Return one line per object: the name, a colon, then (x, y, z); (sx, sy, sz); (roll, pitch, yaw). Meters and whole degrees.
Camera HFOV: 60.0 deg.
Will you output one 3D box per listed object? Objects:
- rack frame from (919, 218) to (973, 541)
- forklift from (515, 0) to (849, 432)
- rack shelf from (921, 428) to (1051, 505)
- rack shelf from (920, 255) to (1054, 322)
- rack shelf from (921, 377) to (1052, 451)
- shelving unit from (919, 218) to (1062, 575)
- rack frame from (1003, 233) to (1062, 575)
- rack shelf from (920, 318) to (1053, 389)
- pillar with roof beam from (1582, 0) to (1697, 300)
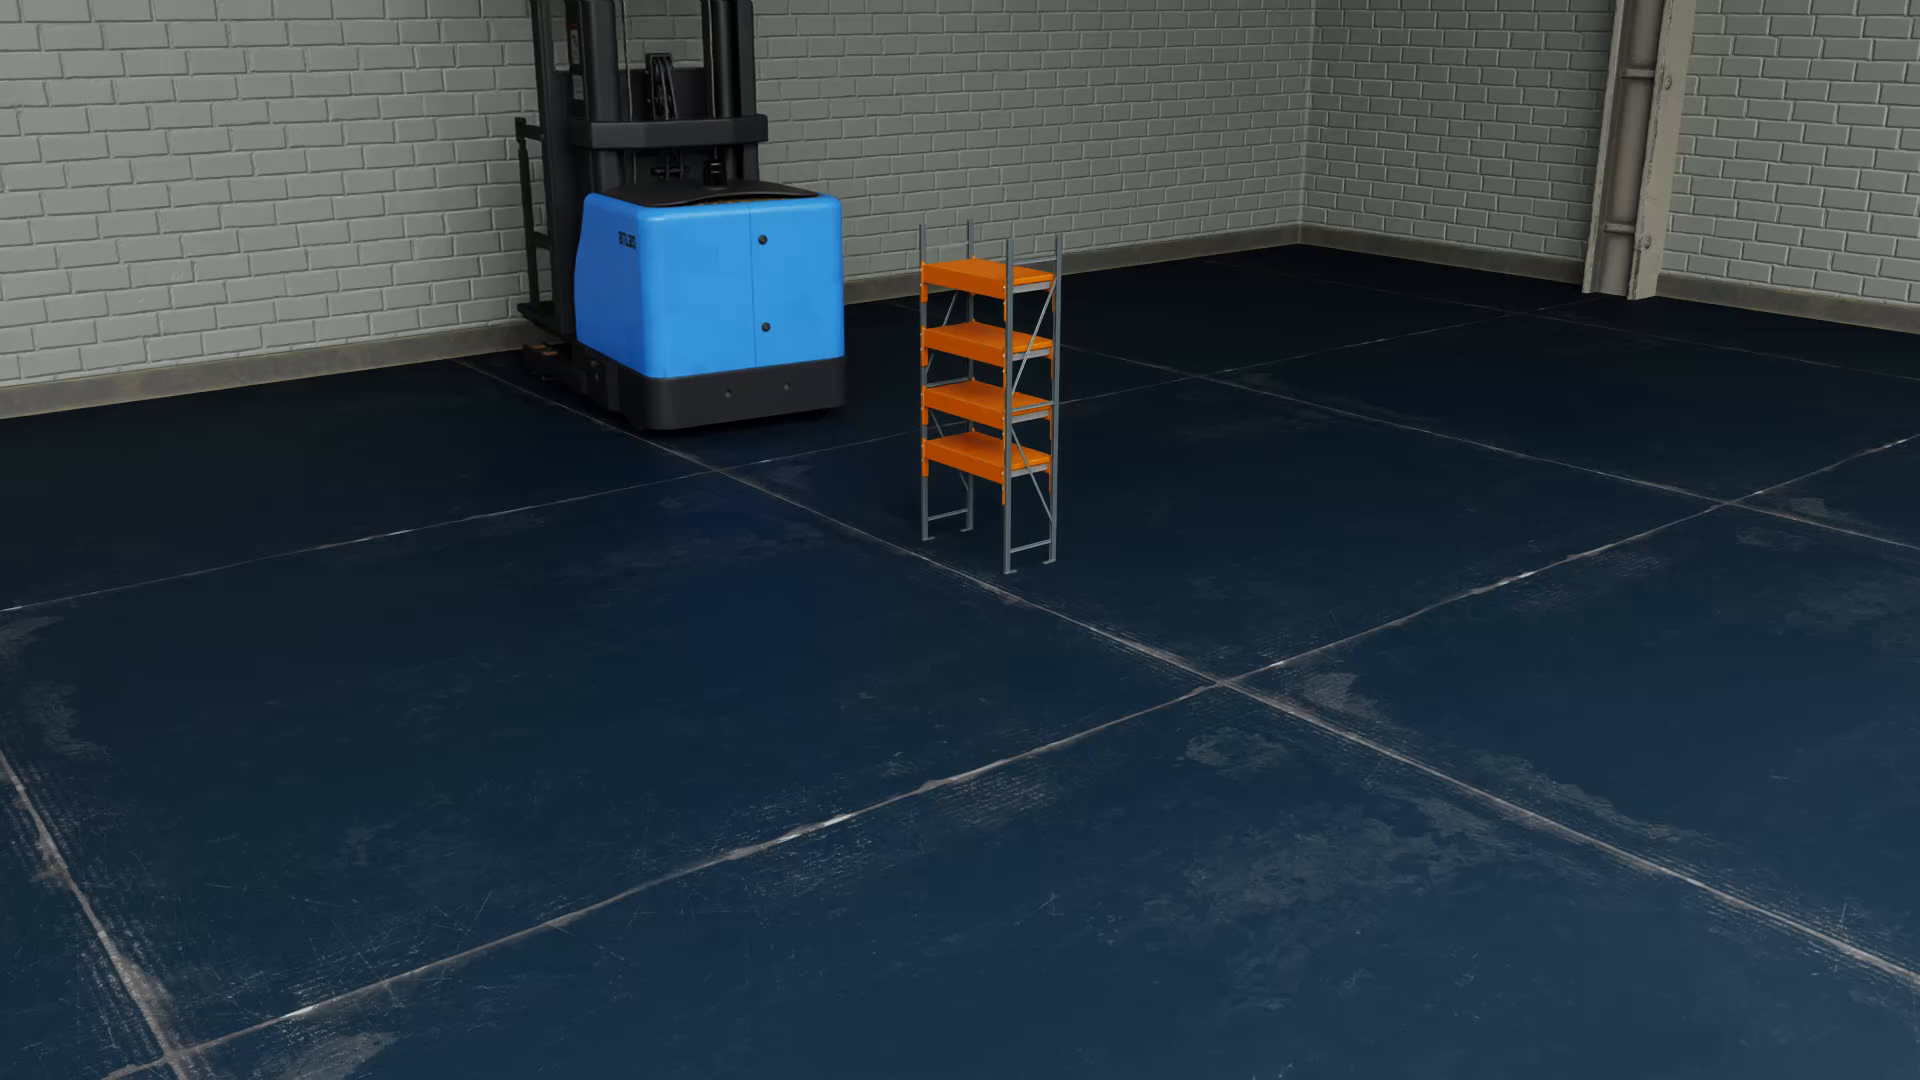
rack frame: (-0.049, -0.589, 6.232); (0.240, 1.200, 0.015); (-14, 23, -36)
forklift: (-1.734, -2.310, 8.675); (1.130, 2.935, 3.031); (-11, 21, -29)
rack shelf: (0.103, -0.276, 6.134); (0.258, 0.148, 0.480); (-14, 23, -36)
rack shelf: (0.103, -0.902, 5.927); (0.258, 0.148, 0.480); (-14, 23, -36)
rack shelf: (0.103, -0.465, 6.072); (0.258, 0.148, 0.480); (-14, 23, -36)
shelving unit: (0.103, -0.529, 6.051); (0.258, 1.200, 0.503); (-14, 23, -36)
rack frame: (0.254, -0.469, 5.869); (0.240, 1.200, 0.015); (-14, 23, -36)
rack shelf: (0.103, -0.677, 6.002); (0.258, 0.148, 0.480); (-14, 23, -36)
pillar with roof beam: (1.191, -5.137, 7.562); (9.100, 9.000, 0.400); (-14, 23, -36)
